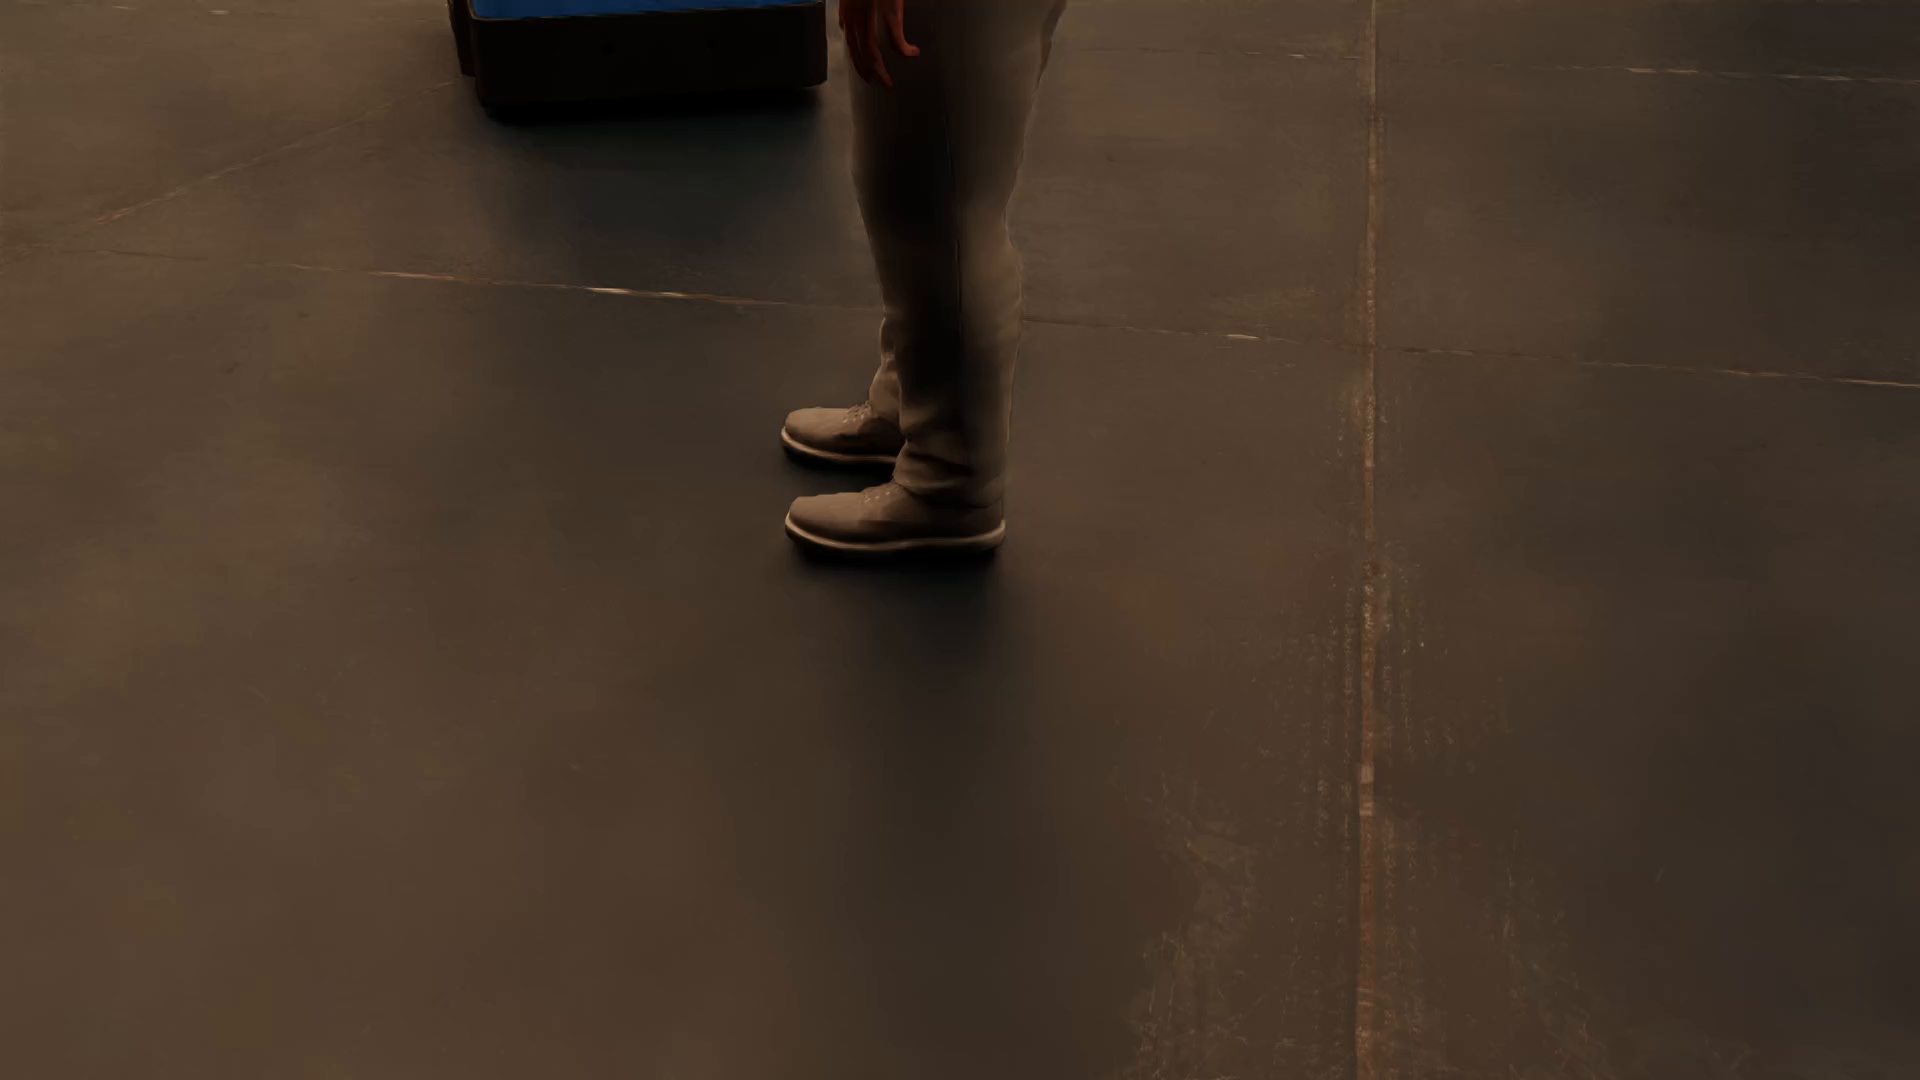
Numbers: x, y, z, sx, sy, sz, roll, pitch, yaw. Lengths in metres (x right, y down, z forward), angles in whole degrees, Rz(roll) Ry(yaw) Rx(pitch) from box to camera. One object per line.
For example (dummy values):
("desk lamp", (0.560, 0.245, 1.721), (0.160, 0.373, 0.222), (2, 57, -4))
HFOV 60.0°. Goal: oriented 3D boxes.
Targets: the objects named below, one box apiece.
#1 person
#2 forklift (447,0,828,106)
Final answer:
("person", (-0.074, -0.816, 2.121), (0.574, 1.781, 0.640), (6, 27, 11))
("forklift", (-1.341, -3.231, 5.651), (1.130, 2.935, 3.031), (-8, 28, -16))
